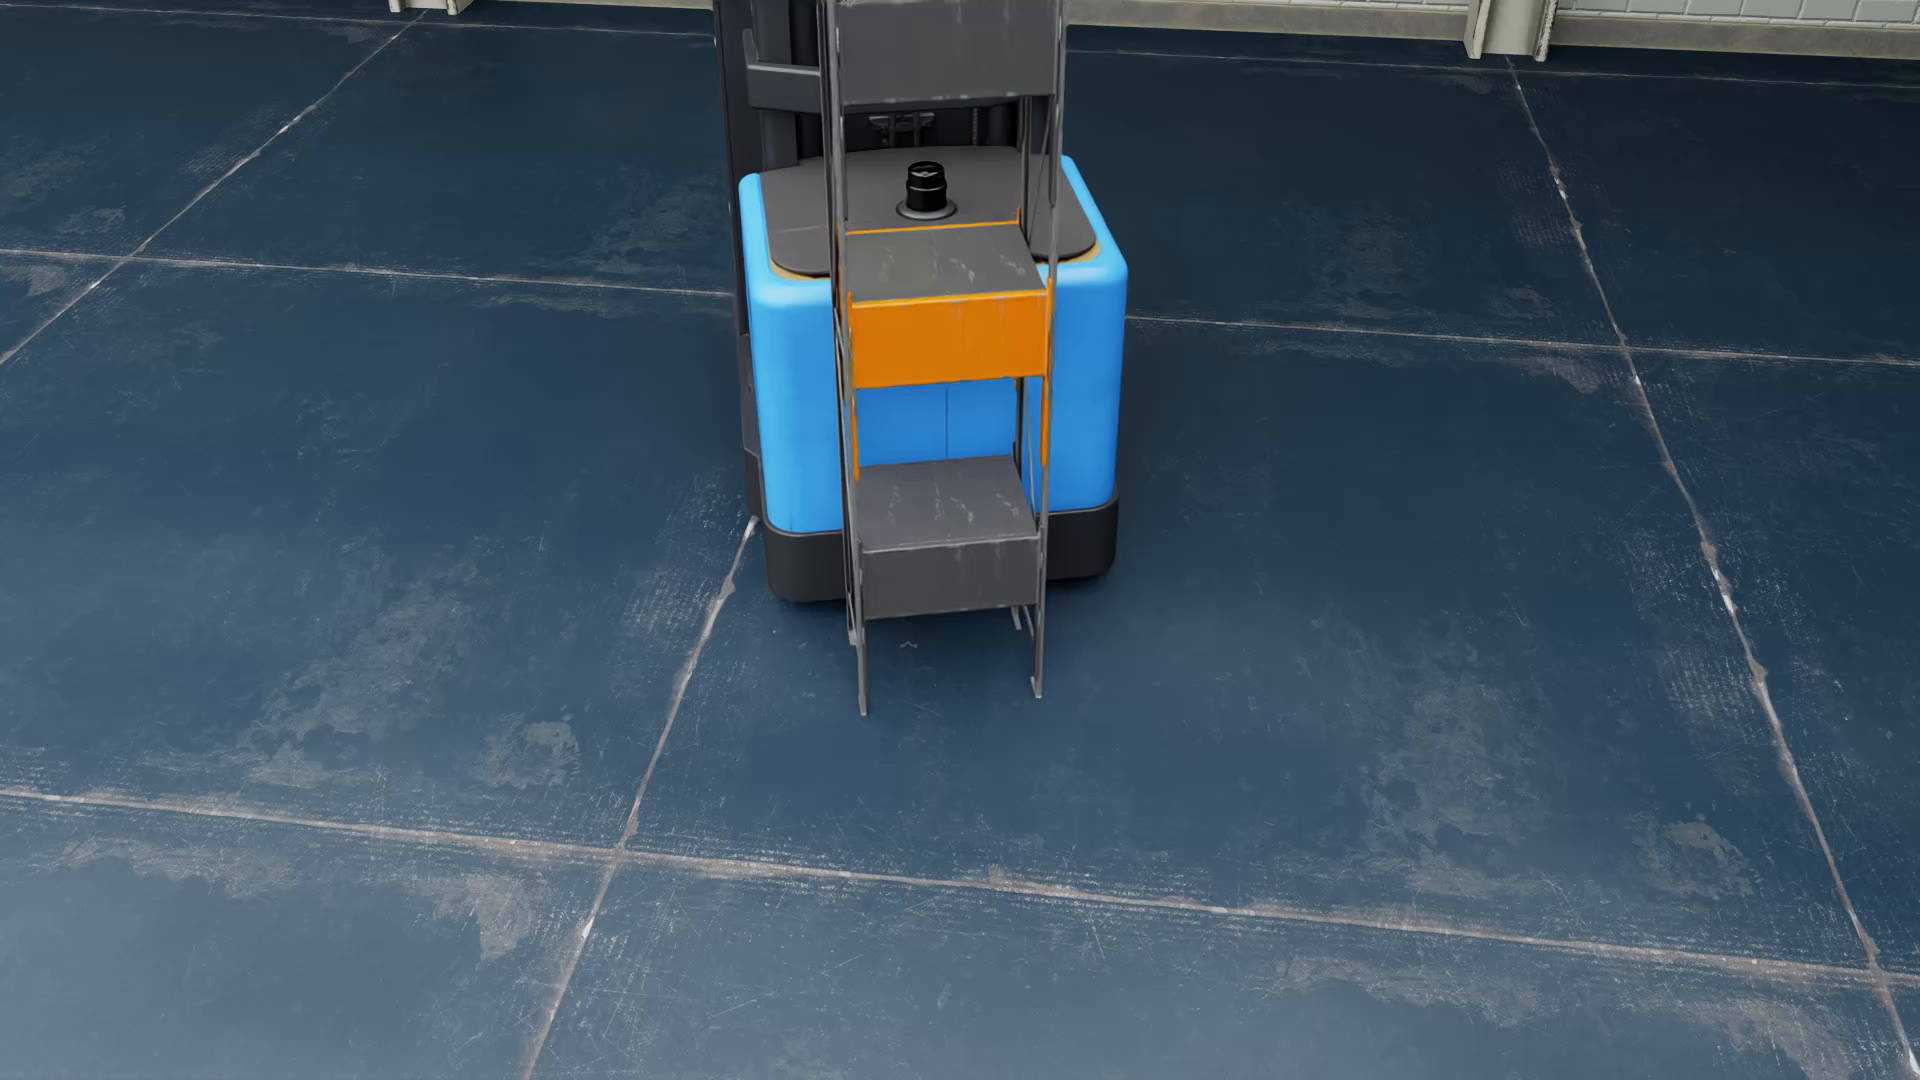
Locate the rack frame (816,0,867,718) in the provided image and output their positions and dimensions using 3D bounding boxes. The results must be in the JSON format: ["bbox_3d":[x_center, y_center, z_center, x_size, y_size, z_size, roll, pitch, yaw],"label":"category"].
[{"bbox_3d":[-0.293,-0.482,4.118,0.015,2.100,0.400,-5,36,-7],"label":"rack frame"}]

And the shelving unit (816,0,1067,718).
[{"bbox_3d":[-0.052,-0.504,4.148,0.503,2.100,0.431,-5,36,-7],"label":"shelving unit"}]

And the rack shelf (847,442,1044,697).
[{"bbox_3d":[-0.052,0.077,4.563,0.480,0.518,0.431,-5,36,-7],"label":"rack shelf"}]

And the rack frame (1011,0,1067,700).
[{"bbox_3d":[0.189,-0.525,4.178,0.015,2.100,0.400,-5,36,-7],"label":"rack frame"}]

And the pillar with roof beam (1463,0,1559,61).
[{"bbox_3d":[2.377,-3.819,2.854,0.400,9.000,9.100,4,36,6],"label":"pillar with roof beam"}]

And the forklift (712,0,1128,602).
[{"bbox_3d":[-0.260,-1.858,5.331,1.130,2.935,3.031,-5,36,-7],"label":"forklift"}]

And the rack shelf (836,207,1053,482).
[{"bbox_3d":[-0.052,-0.492,4.156,0.480,0.518,0.431,-5,36,-7],"label":"rack shelf"}]

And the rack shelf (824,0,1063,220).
[{"bbox_3d":[-0.052,-1.062,3.749,0.480,0.518,0.431,-5,36,-7],"label":"rack shelf"}]
